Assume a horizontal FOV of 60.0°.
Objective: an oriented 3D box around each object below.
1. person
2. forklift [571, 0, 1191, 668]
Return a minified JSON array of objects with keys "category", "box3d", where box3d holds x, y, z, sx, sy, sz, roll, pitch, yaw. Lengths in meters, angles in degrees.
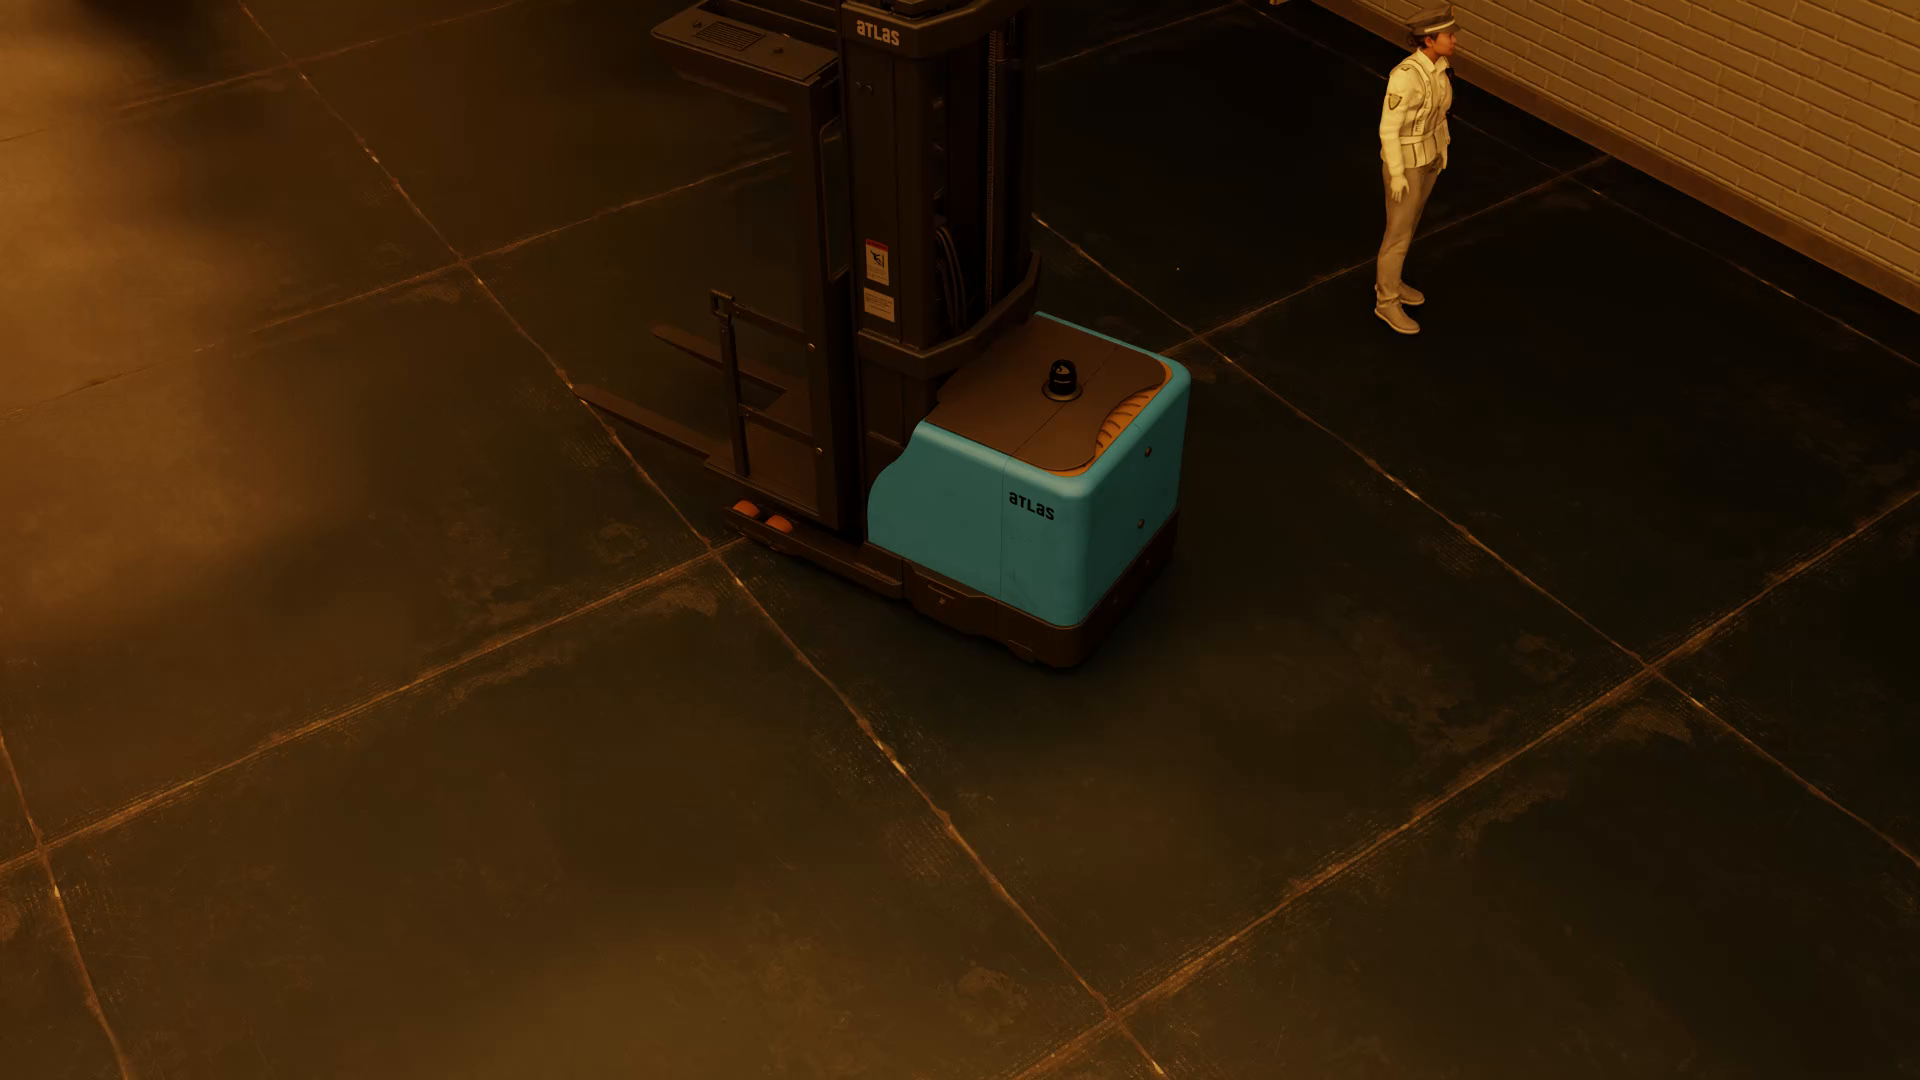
[{"category":"person","box3d":[2.448,-1.982,8.768,0.531,1.694,0.585,30,50,28]},{"category":"forklift","box3d":[-0.511,-1.302,7.129,3.031,2.935,1.130,24,48,24]}]
